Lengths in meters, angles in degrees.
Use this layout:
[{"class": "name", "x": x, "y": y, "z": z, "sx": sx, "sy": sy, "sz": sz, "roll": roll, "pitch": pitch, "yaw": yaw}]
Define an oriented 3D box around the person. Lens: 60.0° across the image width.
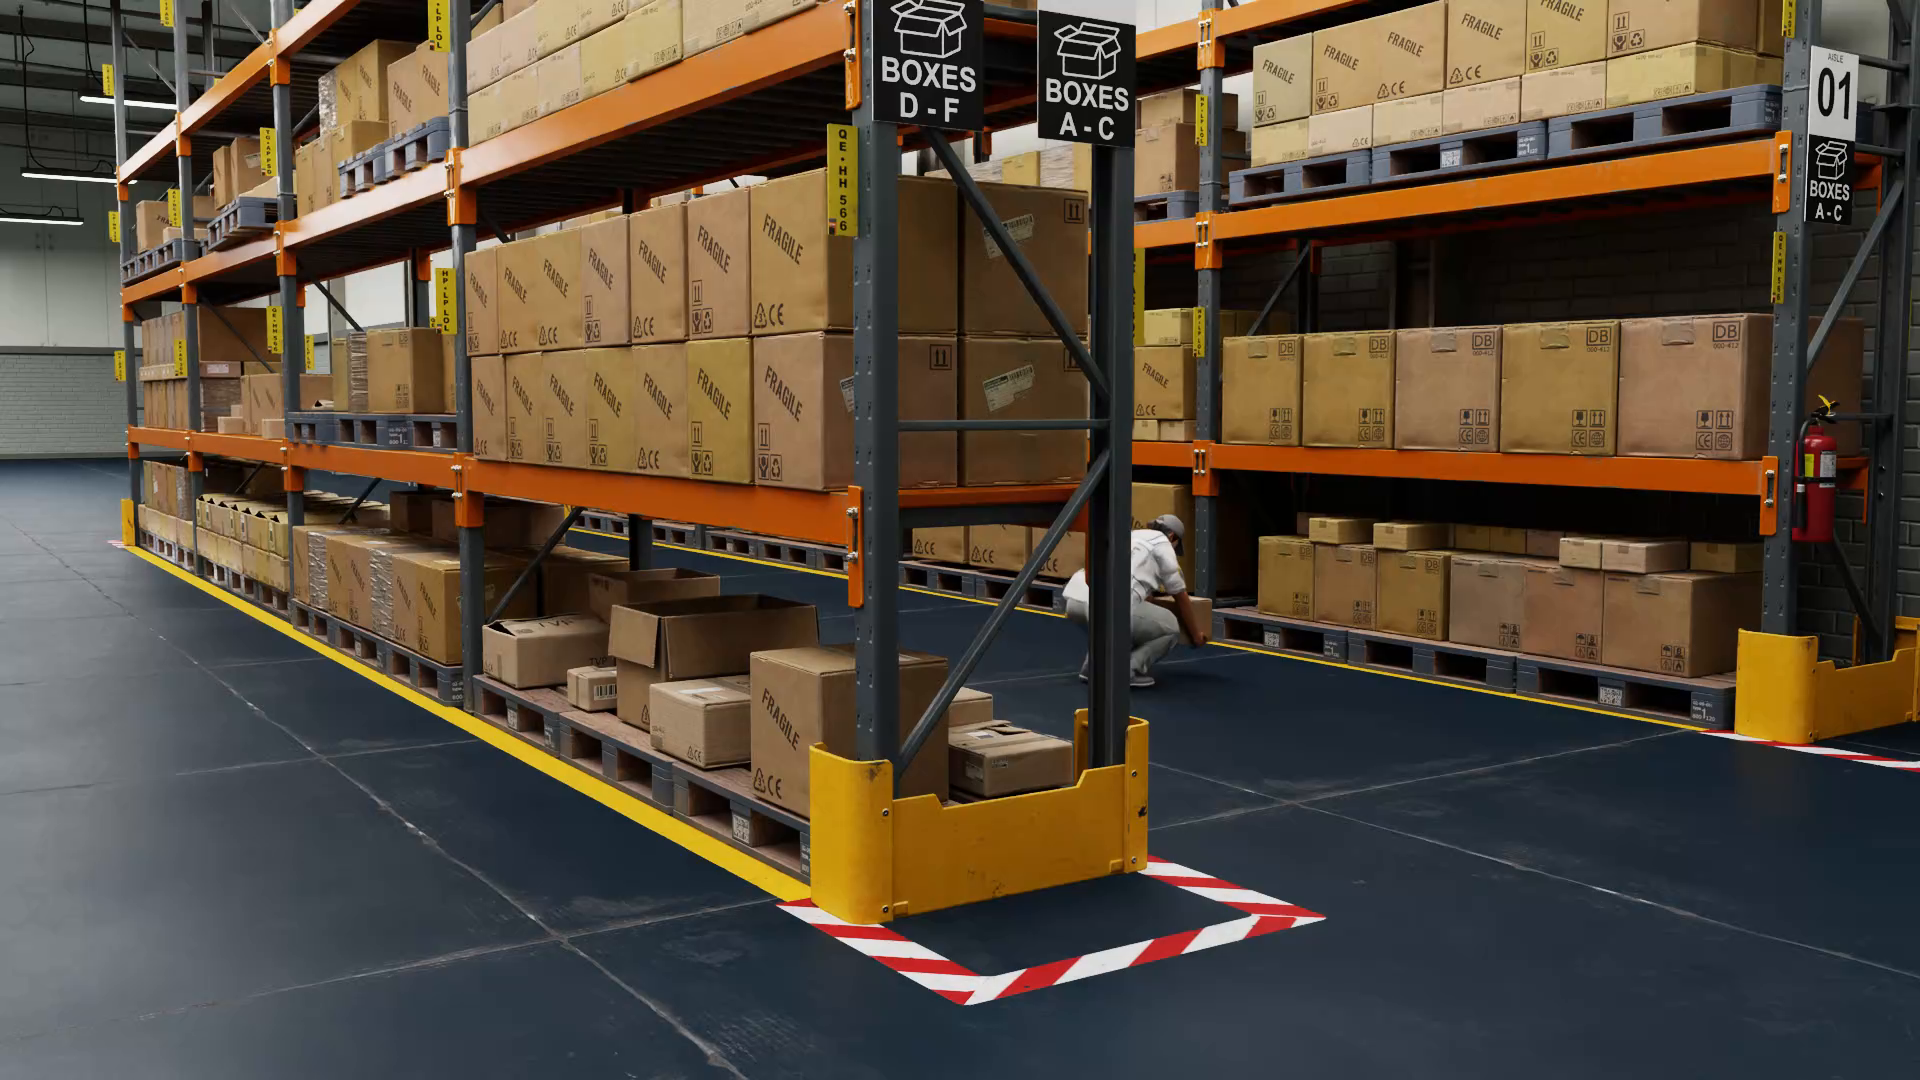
[{"class": "person", "x": 0.998, "y": 0.341, "z": 9.403, "sx": 0.859, "sy": 0.947, "sz": 0.509, "roll": -3, "pitch": 6, "yaw": -35}]
